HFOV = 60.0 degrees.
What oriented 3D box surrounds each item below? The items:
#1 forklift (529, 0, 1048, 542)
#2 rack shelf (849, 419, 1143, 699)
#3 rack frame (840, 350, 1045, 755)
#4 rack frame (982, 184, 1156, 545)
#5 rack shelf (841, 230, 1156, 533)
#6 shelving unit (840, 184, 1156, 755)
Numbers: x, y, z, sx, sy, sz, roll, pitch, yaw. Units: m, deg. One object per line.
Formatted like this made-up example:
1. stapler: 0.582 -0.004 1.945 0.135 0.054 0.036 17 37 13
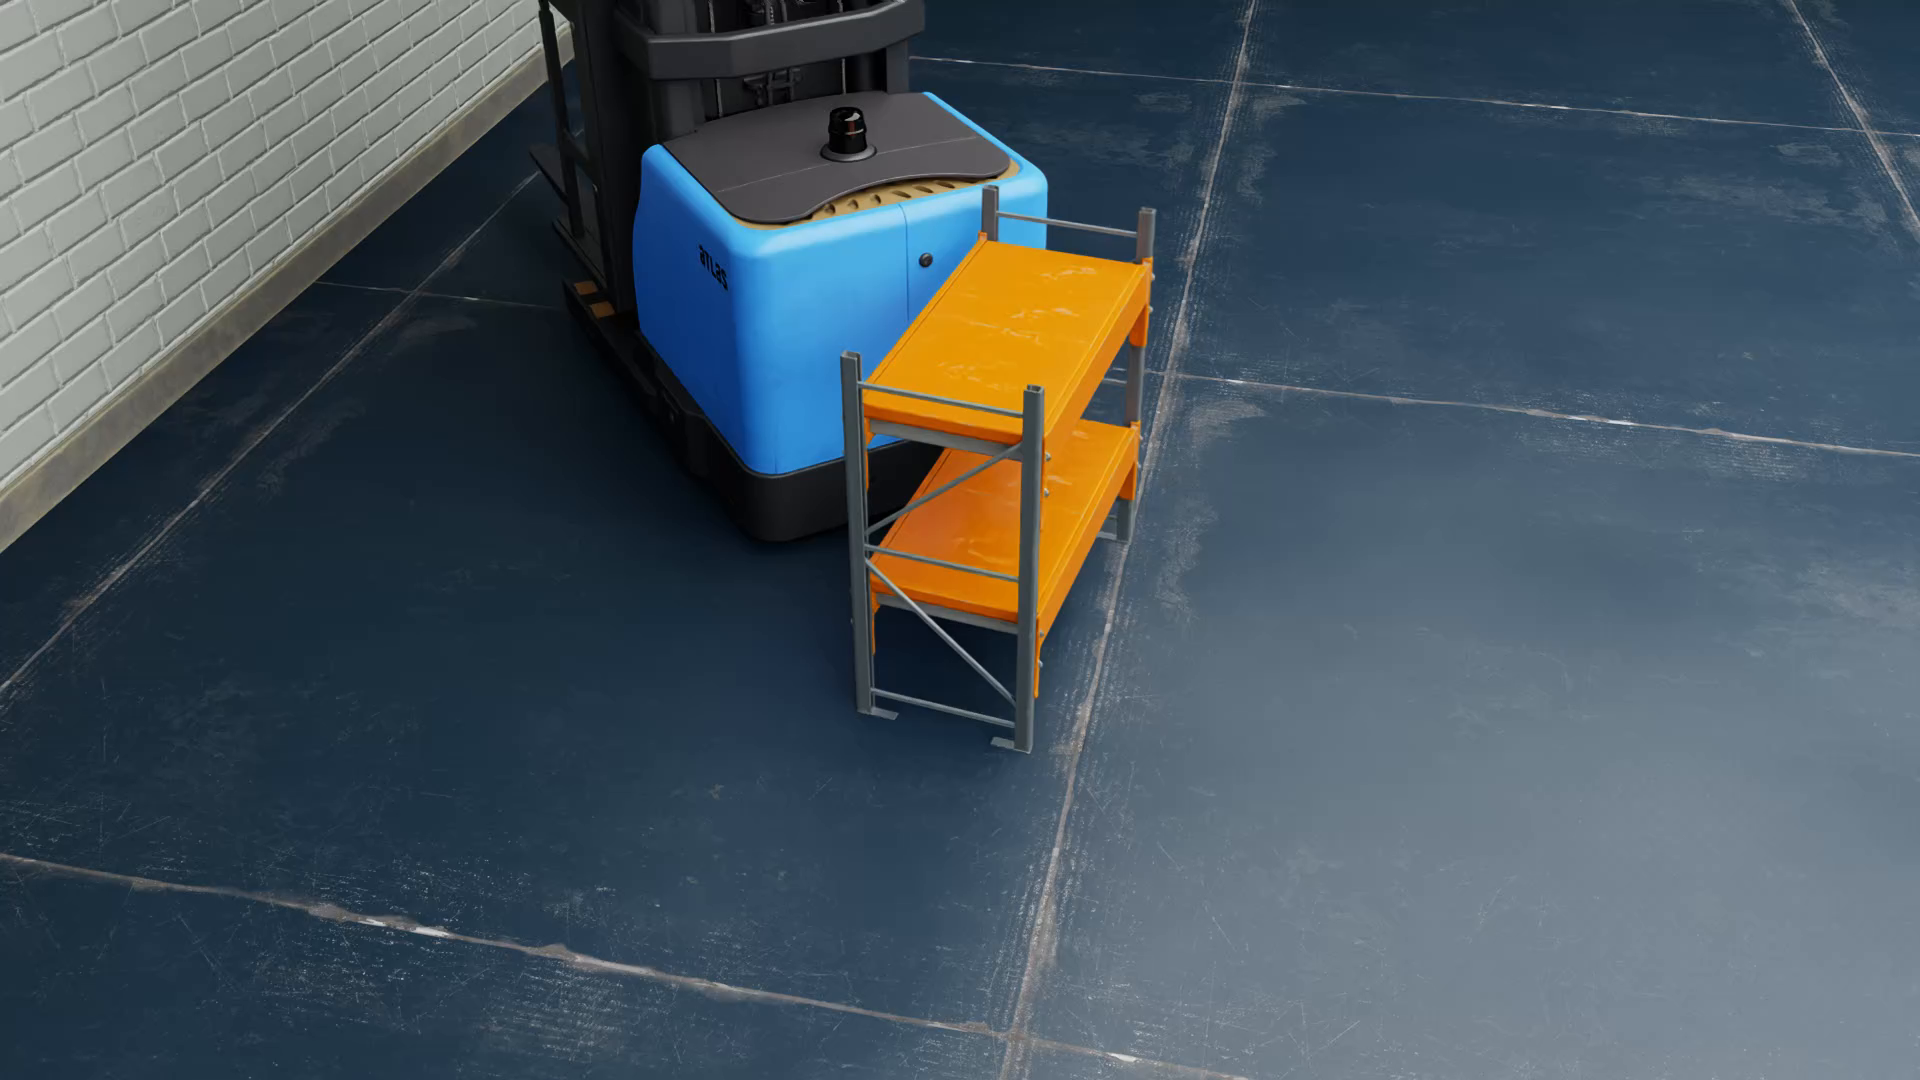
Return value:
1. forklift: -0.861 -2.028 5.551 1.130 2.935 3.031 -17 39 -22
2. rack shelf: 0.129 -0.021 4.736 0.538 0.278 1.000 12 38 16
3. rack frame: -0.044 0.062 4.206 0.500 1.125 0.032 12 38 16
4. rack frame: 0.302 -0.499 4.980 0.500 1.125 0.032 12 38 16
5. rack shelf: 0.129 -0.455 4.421 0.538 0.278 1.000 12 38 16
6. shelving unit: 0.129 -0.218 4.593 0.538 1.125 1.048 12 38 16
